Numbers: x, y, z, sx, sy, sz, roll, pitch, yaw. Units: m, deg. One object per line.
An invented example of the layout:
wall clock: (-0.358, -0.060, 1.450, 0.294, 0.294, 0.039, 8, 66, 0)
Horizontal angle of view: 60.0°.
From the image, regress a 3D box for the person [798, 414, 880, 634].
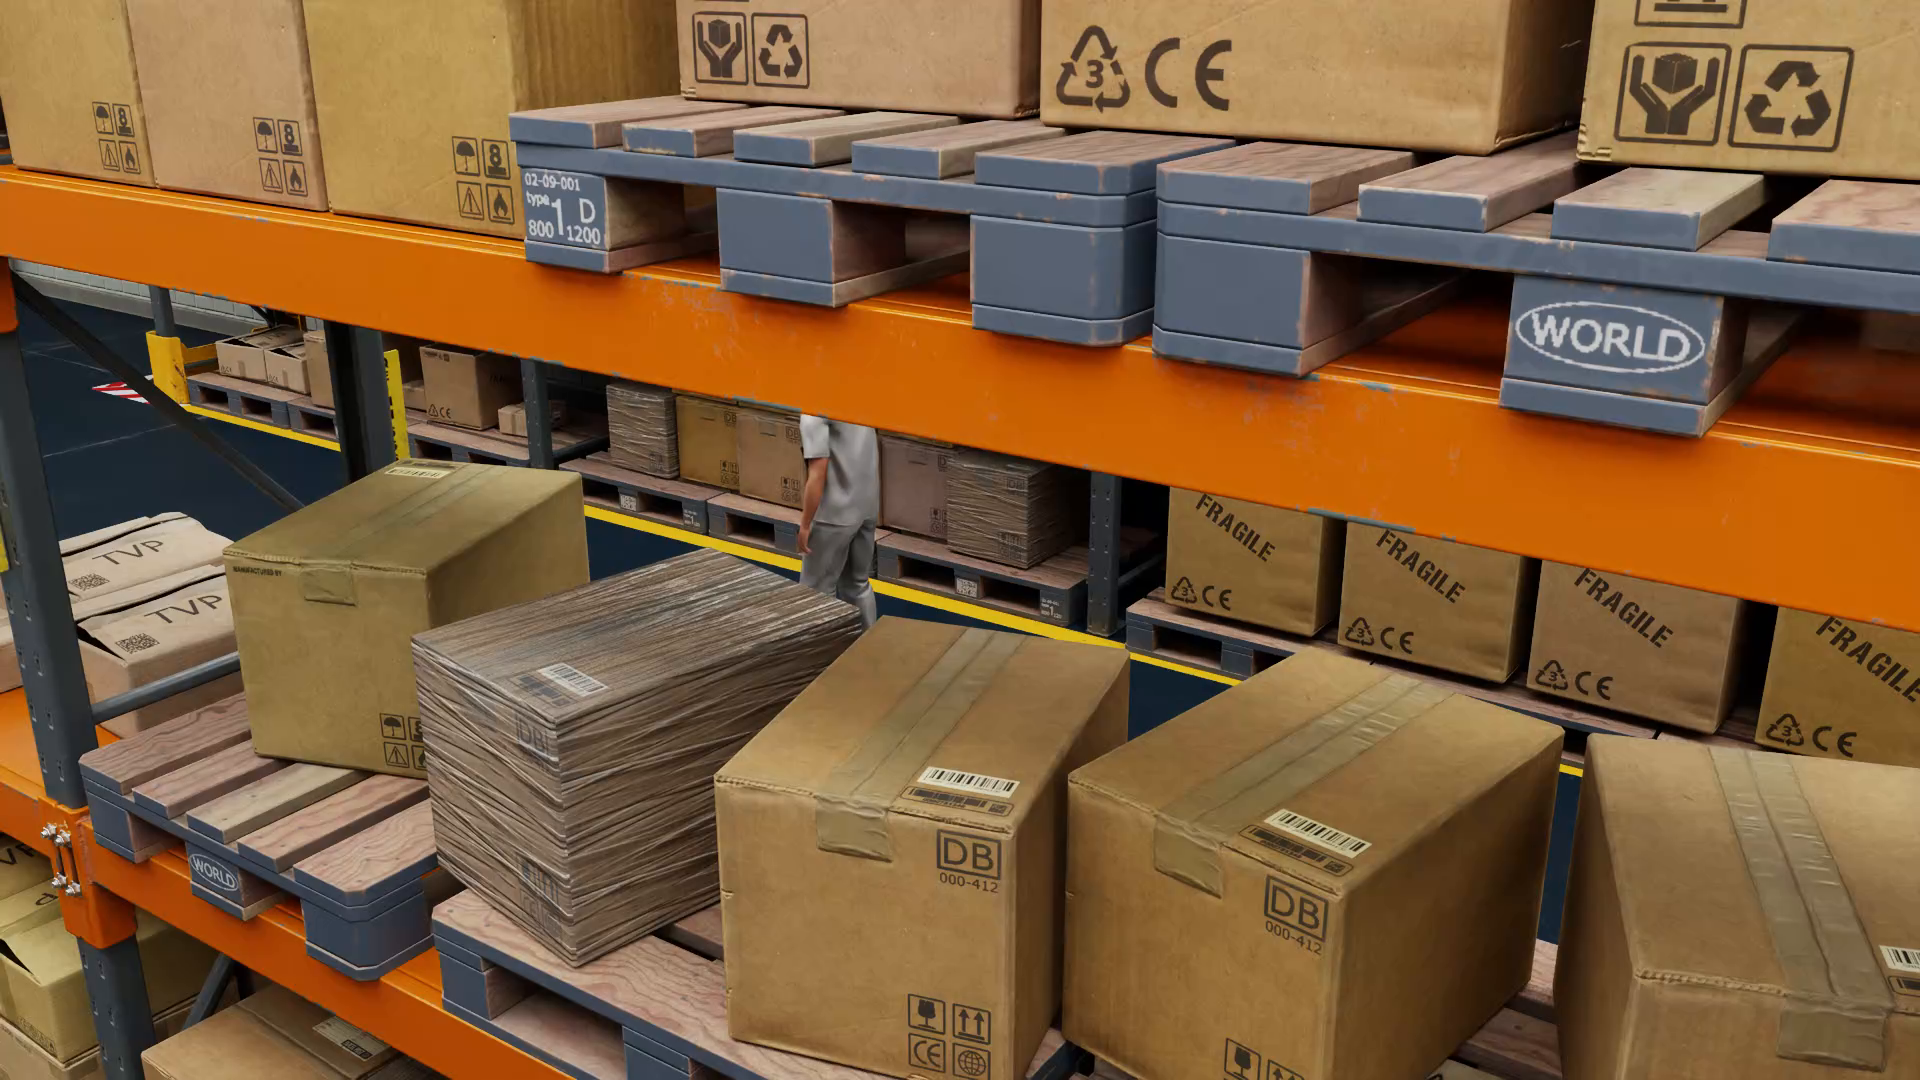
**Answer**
person: (-0.572, -0.111, 7.382, 0.415, 1.672, 0.495, 12, 23, 29)
